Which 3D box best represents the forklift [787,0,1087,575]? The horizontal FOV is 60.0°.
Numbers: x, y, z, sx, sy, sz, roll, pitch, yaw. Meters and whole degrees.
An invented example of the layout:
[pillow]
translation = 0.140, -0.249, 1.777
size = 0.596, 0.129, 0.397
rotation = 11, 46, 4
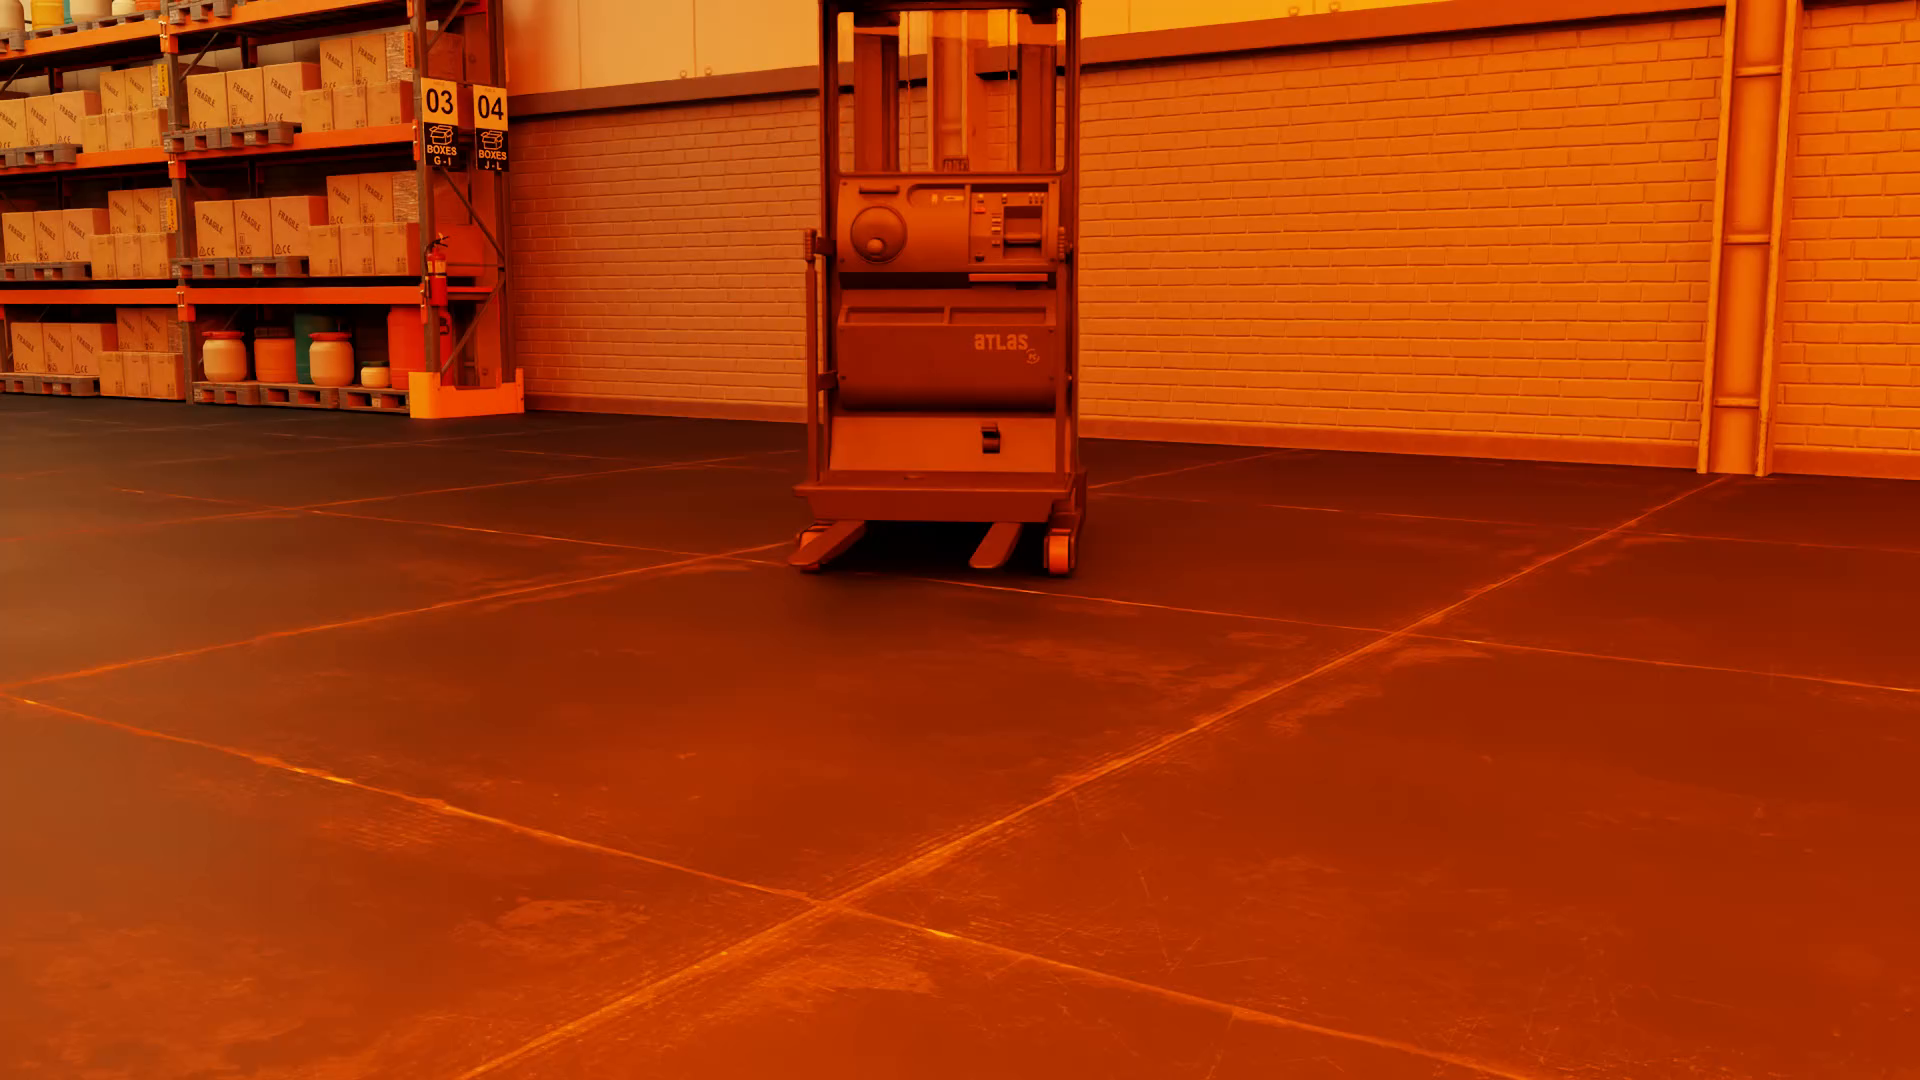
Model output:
[forklift]
translation = -0.069, -1.359, 6.747
size = 1.130, 2.935, 3.031
rotation = 1, 8, 6
